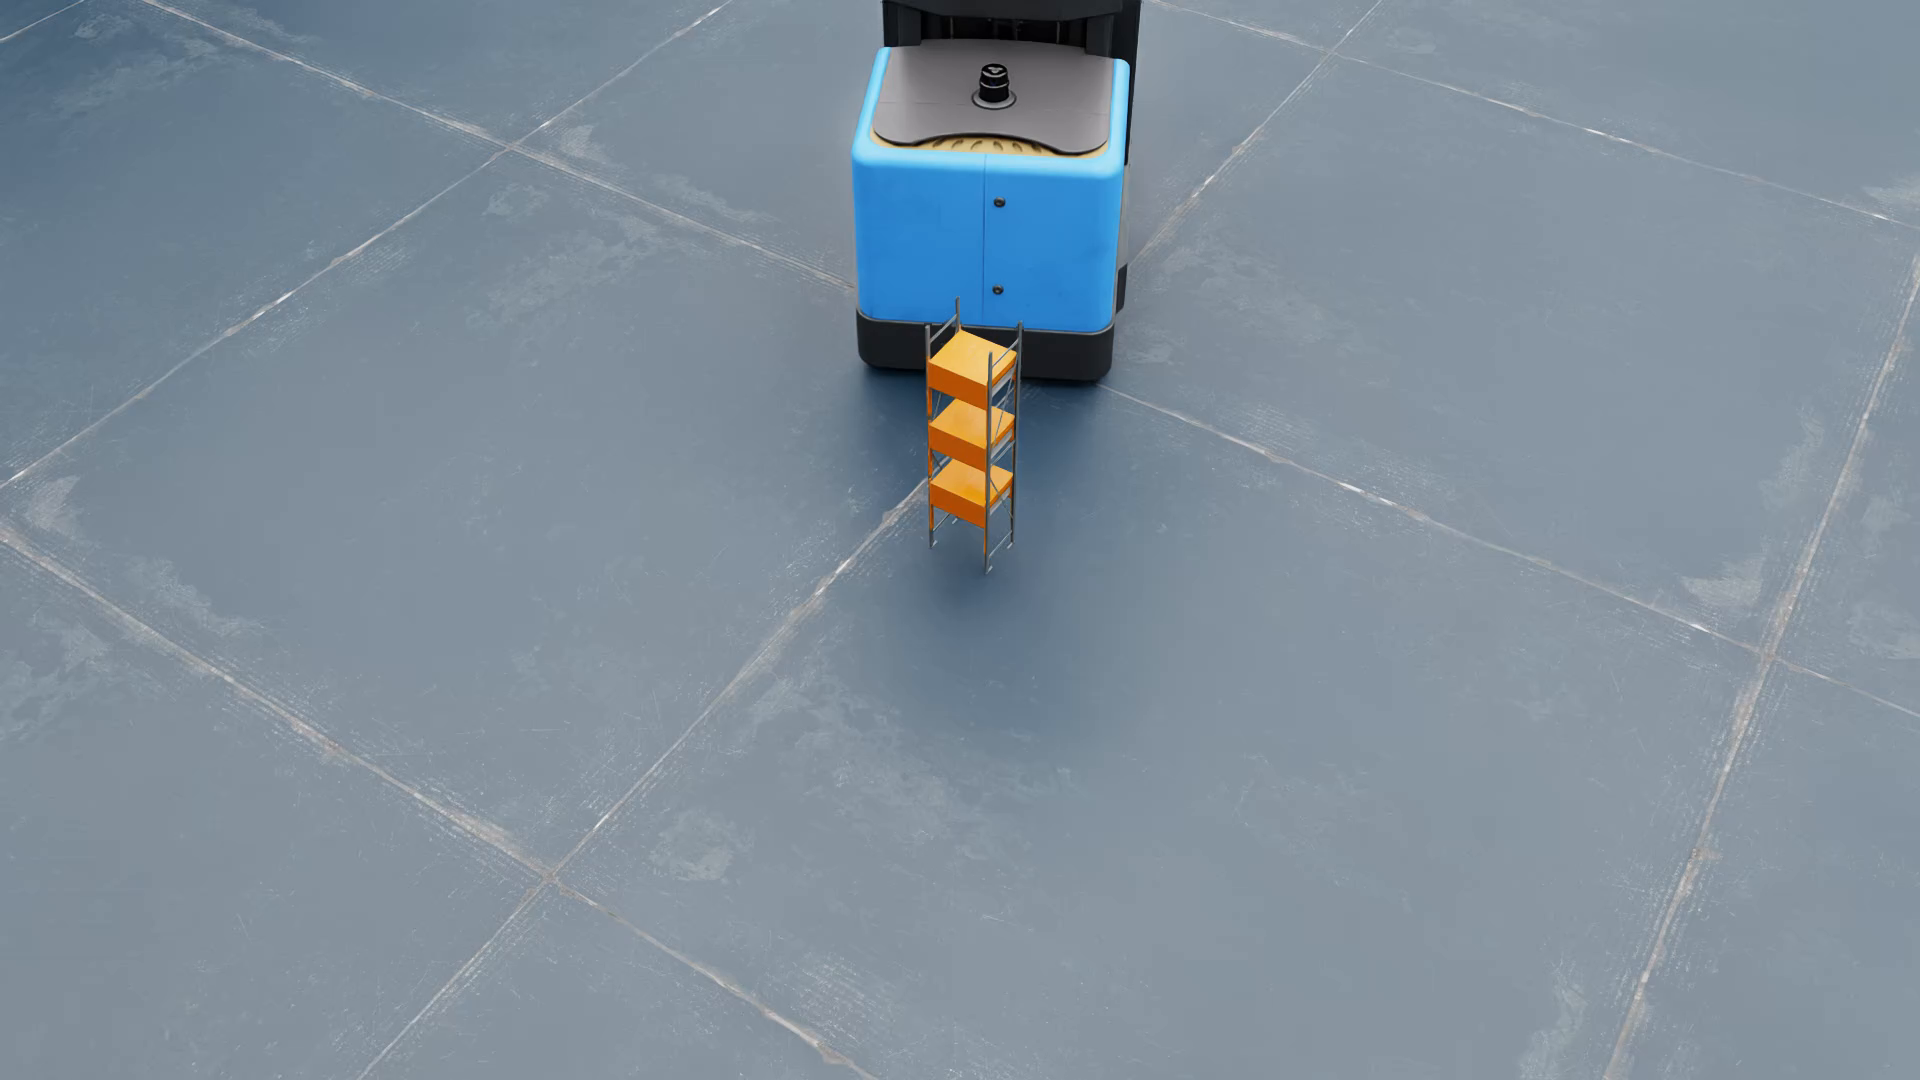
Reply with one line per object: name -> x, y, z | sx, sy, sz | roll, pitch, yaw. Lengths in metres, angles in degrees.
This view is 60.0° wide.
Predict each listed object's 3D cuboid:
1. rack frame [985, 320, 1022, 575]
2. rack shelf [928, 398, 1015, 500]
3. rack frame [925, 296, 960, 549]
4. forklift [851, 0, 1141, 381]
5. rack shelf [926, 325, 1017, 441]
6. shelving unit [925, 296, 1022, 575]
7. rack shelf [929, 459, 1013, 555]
rack frame -> 0.148, -0.298, 5.807 | 0.008, 1.050, 0.200 | 25, 51, 22
rack shelf -> 0.045, -0.338, 5.861 | 0.240, 0.259, 0.215 | 25, 51, 22
rack frame -> -0.058, -0.392, 5.899 | 0.008, 1.050, 0.200 | 25, 51, 22
forklift -> 0.242, -2.732, 6.861 | 1.130, 2.935, 3.031 | 4, 46, 4
rack shelf -> 0.045, -0.536, 5.657 | 0.240, 0.259, 0.215 | 25, 51, 22
shelving unit -> 0.045, -0.345, 5.853 | 0.252, 1.050, 0.215 | 25, 51, 22
rack shelf -> 0.045, -0.144, 6.060 | 0.240, 0.259, 0.215 | 25, 51, 22
